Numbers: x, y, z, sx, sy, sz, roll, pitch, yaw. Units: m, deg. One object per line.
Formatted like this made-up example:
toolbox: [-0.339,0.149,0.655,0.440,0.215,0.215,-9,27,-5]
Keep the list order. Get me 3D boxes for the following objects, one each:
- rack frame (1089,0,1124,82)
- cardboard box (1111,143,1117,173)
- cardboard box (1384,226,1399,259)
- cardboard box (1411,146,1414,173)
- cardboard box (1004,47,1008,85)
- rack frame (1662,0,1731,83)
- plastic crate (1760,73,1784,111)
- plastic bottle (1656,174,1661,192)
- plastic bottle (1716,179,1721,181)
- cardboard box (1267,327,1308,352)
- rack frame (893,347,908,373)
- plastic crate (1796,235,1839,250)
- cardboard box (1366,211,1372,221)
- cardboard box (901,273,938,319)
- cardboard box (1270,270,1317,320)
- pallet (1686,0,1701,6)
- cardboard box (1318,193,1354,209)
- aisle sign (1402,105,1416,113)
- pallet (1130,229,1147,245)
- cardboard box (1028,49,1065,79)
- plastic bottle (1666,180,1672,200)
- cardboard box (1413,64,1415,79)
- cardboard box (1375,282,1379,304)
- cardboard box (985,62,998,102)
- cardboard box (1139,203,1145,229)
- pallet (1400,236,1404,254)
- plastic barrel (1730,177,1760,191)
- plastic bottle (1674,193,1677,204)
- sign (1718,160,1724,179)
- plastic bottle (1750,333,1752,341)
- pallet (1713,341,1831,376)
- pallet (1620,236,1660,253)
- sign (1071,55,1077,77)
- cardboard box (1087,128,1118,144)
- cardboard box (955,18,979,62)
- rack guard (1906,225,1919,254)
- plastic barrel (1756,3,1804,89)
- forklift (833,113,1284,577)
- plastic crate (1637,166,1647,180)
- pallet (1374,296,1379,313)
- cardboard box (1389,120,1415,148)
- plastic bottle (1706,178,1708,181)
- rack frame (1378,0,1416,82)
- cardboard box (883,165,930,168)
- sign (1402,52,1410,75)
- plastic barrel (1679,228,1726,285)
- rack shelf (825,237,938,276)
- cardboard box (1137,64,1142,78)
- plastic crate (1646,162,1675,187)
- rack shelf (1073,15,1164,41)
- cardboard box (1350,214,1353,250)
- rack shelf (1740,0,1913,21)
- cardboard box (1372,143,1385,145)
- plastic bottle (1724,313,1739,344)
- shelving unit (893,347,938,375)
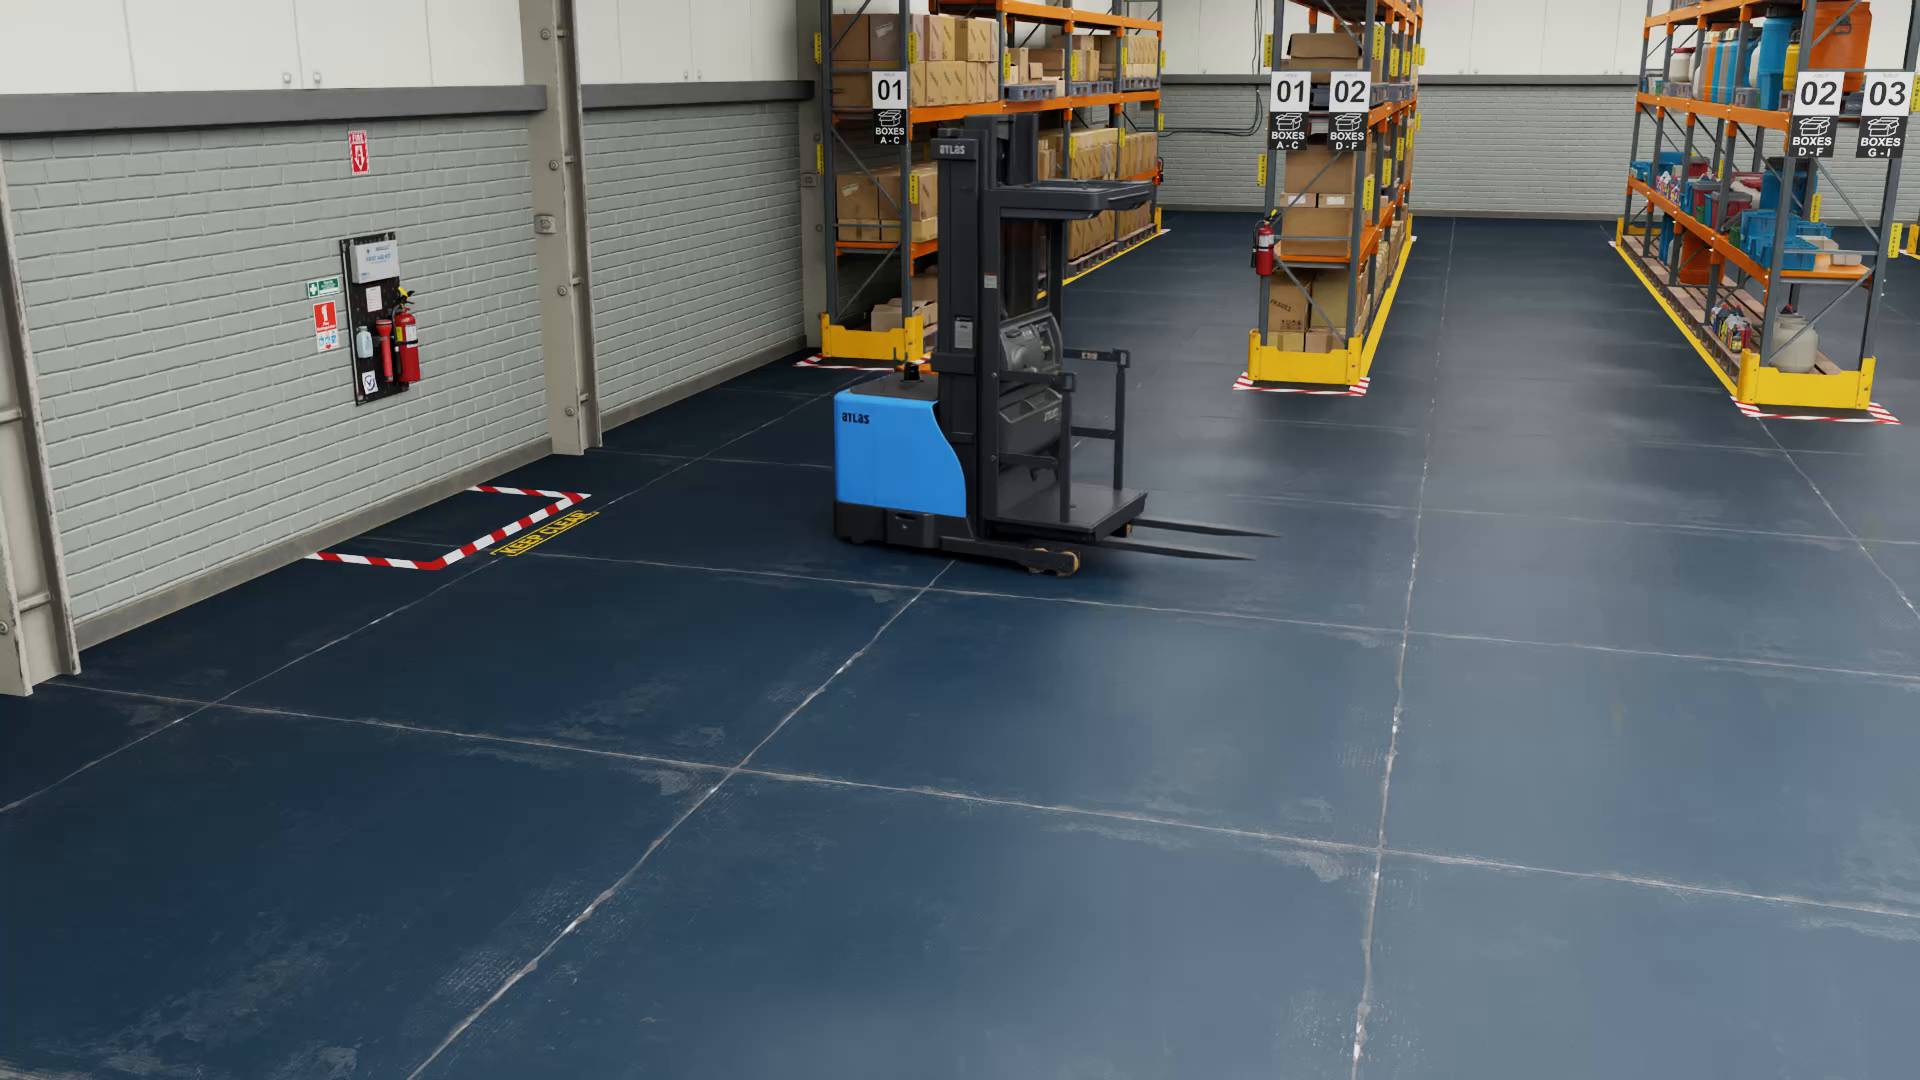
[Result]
rack frame: [2.366,-9.586,29.135,1.000,3.000,0.127,5,16,16]
cardboard box: [2.477,-6.760,29.402,0.500,0.500,0.500,4,16,15]
cardboard box: [6.960,-4.915,27.434,0.500,0.500,0.500,5,17,17]
cardboard box: [8.387,-7.273,31.791,0.500,0.500,0.500,5,17,18]
cardboard box: [0.325,-6.437,22.576,0.500,0.500,0.500,7,17,24]
rack frame: [11.865,-8.818,26.426,1.000,3.000,0.127,5,16,16]
plastic crate: [8.708,-4.750,17.610,0.392,0.384,0.575,5,16,16]
plastic bottle: [11.314,-5.778,26.916,0.061,0.283,0.133,5,16,16]
plastic bottle: [11.777,-5.481,25.883,0.152,0.276,0.135,5,16,16]
cardboard box: [3.576,-2.220,18.427,0.500,0.250,0.500,5,16,16]
rack frame: [-0.451,-0.848,12.606,0.015,1.200,0.240,-7,19,-24]
plastic crate: [9.373,-3.267,18.335,0.530,0.136,0.437,5,16,16]
cardboard box: [5.291,-4.319,22.019,0.380,0.149,0.250,5,16,16]
cardboard box: [-0.343,-3.081,20.968,0.700,0.500,0.500,4,16,12]
cardboard box: [3.844,-2.843,19.252,0.500,0.500,0.500,5,16,16]
pallet: [10.963,-7.674,23.474,1.213,0.211,1.003,5,16,16]
cardboard box: [4.025,-3.623,17.735,0.380,0.149,0.250,5,16,15]
aisle sign: [8.567,-8.608,31.916,0.394,0.787,0.004,5,16,16]
pallet: [3.002,-5.871,32.143,1.003,0.211,1.213,5,16,16]
cardboard box: [1.310,-7.485,26.235,0.700,0.500,0.500,3,16,12]
plastic bottle: [10.849,-5.350,25.409,0.061,0.283,0.133,5,16,16]
cardboard box: [7.787,-8.297,29.446,0.500,0.250,0.500,5,16,16]
cardboard box: [5.342,-3.323,22.317,0.500,0.250,0.500,5,17,17]
cardboard box: [0.186,-5.956,21.613,0.500,0.500,0.500,5,17,17]
cardboard box: [3.258,-6.424,32.792,0.700,0.500,0.500,5,16,16]
pallet: [7.658,-5.475,30.745,1.003,0.211,1.213,5,16,16]
plastic barrel: [10.641,-4.653,22.533,0.421,0.512,0.421,0,16,0]
plastic bottle: [10.578,-5.043,24.476,0.097,0.201,0.097,0,16,0]
sign: [12.392,-6.022,27.055,0.100,0.325,0.005,5,16,16]
plastic bottle: [8.818,-2.267,18.648,0.097,0.201,0.097,0,16,0]
pallet: [9.016,-2.004,18.509,1.003,0.211,1.213,5,16,16]
pallet: [12.730,-5.424,30.565,1.003,0.211,1.213,5,16,16]
sign: [1.749,-7.302,25.634,0.100,0.325,0.005,5,16,16]
cardboard box: [2.479,-7.119,29.293,0.500,0.250,0.500,5,17,17]
cardboard box: [-0.074,-6.155,20.483,0.500,0.500,0.500,4,16,14]
rack guard: [17.757,-5.398,29.943,1.175,0.500,0.348,5,16,16]
plastic barrel: [9.206,-5.473,18.442,0.600,0.901,0.708,5,16,16]
forklift: [0.664,-1.333,11.159,3.031,2.935,1.130,8,17,25]
plastic crate: [12.156,-6.464,29.320,0.416,0.233,0.300,5,16,16]
pallet: [5.360,-3.398,23.423,1.003,0.211,1.213,5,16,16]
cardboard box: [8.105,-7.486,30.710,0.500,0.500,0.500,5,17,17]
plastic bottle: [11.691,-5.519,26.025,0.097,0.271,0.097,0,16,0]
rack frame: [7.117,-9.203,27.784,1.000,3.000,0.127,5,16,16]
cardboard box: [-0.675,-4.397,20.697,0.500,0.500,0.500,5,17,17]
sign: [6.510,-6.955,24.263,0.100,0.325,0.005,5,16,16]
plastic barrel: [10.851,-4.172,24.250,0.600,0.830,0.708,5,16,16]
rack shelf: [-0.476,-3.737,20.828,1.077,0.370,4.000,5,16,16]
cardboard box: [3.113,-8.748,31.000,0.500,0.250,0.500,4,16,14]
plastic crate: [11.671,-6.101,27.763,0.392,0.384,0.575,5,16,16]
rack shelf: [2.935,-9.571,31.132,1.077,0.370,4.000,5,16,16]
cardboard box: [3.996,-3.484,18.433,0.700,0.500,0.500,5,17,17]
rack shelf: [9.023,-5.663,17.355,1.077,0.370,4.000,5,16,16]
cardboard box: [6.768,-6.460,28.156,0.700,0.500,0.500,-1,16,-3]
plastic bottle: [8.737,-2.388,18.798,0.144,0.351,0.185,5,17,18]
shelving unit: [-0.230,-0.876,12.705,0.503,1.200,0.258,-7,19,-24]
